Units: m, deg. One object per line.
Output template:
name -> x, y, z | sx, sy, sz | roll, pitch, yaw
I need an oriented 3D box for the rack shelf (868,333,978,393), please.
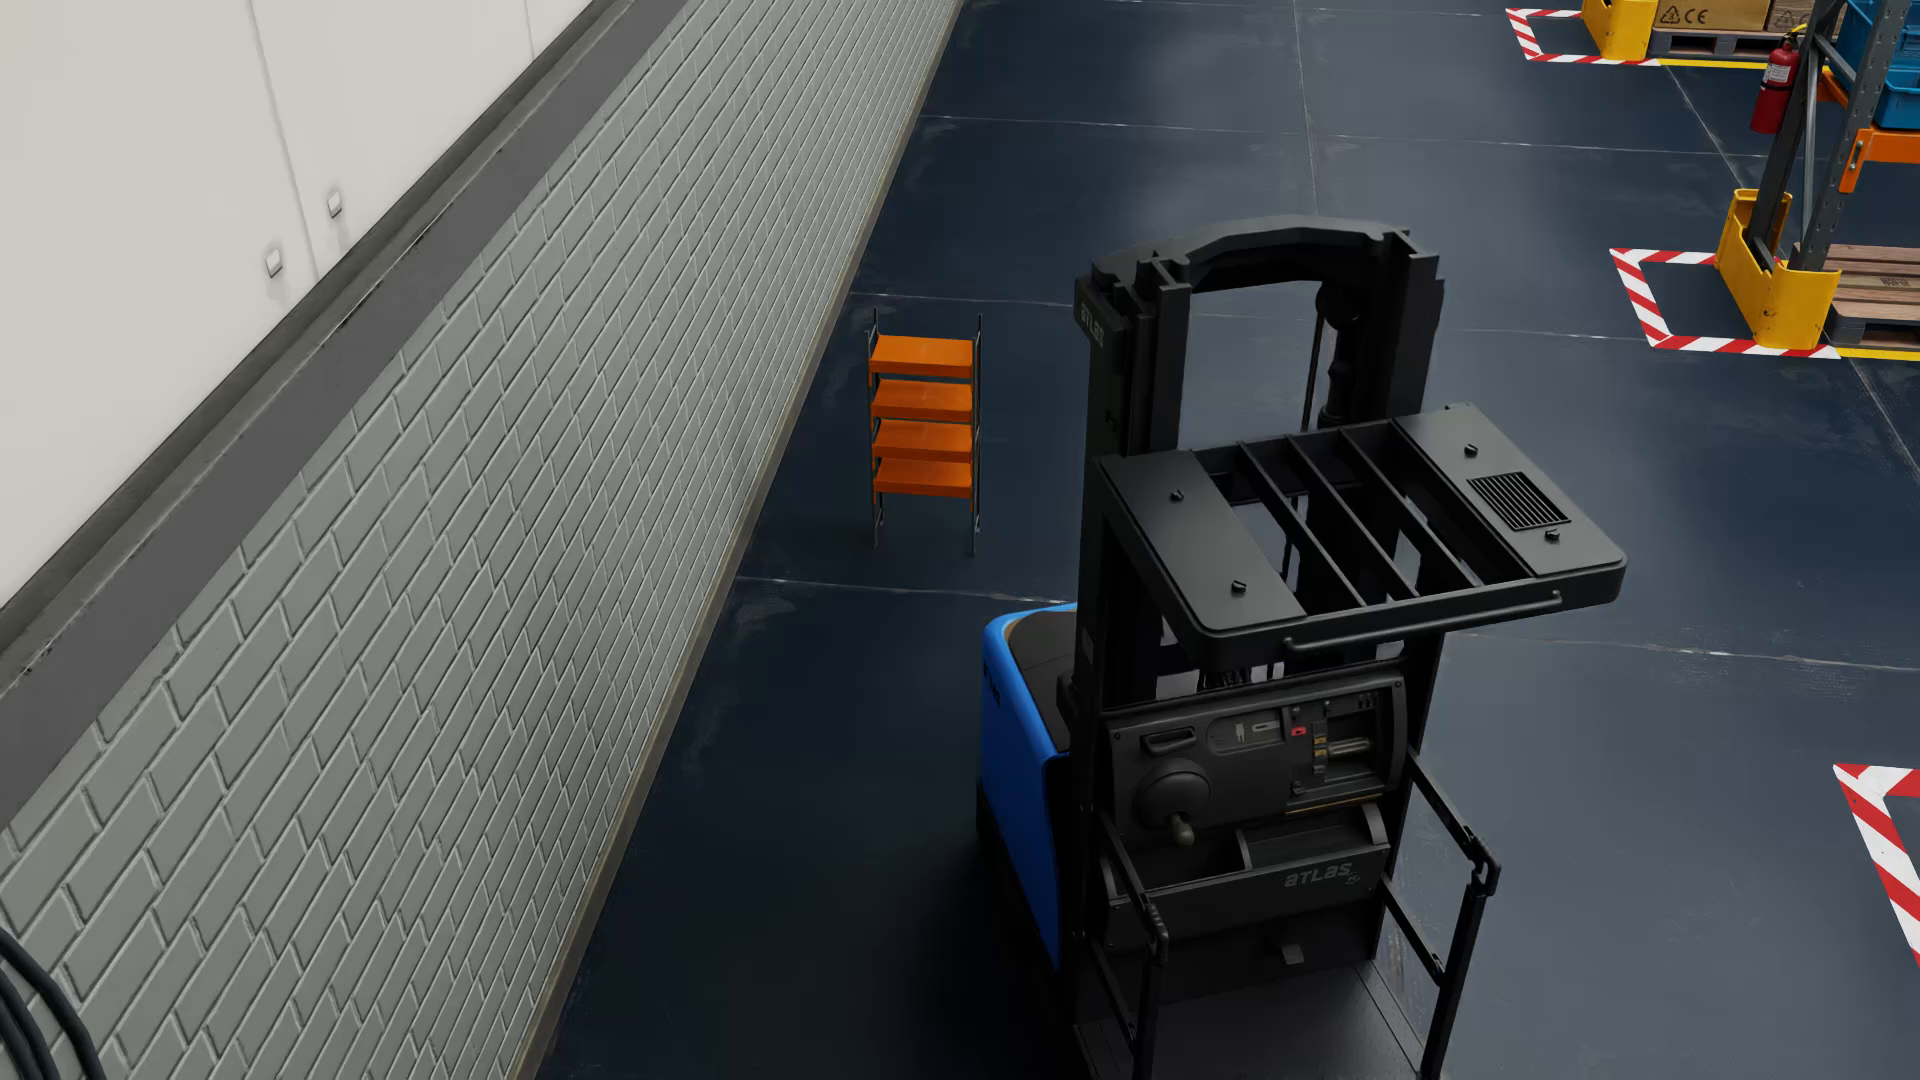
rack shelf -> -0.164, -0.820, 7.690 | 0.480, 0.148, 0.258 | 4, 36, 6

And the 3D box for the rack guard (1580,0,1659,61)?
rack guard -> 5.604, -4.528, 14.165 | 0.348, 0.500, 1.175 | 4, 36, 6

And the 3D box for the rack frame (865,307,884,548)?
rack frame -> -0.406, -0.519, 7.944 | 0.015, 1.200, 0.240 | 4, 36, 6

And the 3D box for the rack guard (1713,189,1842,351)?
rack guard -> 4.971, -1.667, 10.156 | 0.348, 0.500, 1.175 | 4, 36, 6

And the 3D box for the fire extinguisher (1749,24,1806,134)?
fire extinguisher -> 4.905, -2.780, 9.951 | 0.183, 0.674, 0.296 | 4, 36, 6

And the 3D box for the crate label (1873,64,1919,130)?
crate label -> 5.200, -2.439, 9.177 | 0.303, 0.233, 0.416 | 4, 36, 6

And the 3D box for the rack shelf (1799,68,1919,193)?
rack shelf -> 6.981, -2.250, 9.439 | 4.000, 0.370, 1.077 | 4, 36, 6

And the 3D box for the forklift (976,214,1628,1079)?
forklift -> 0.940, 0.714, 4.727 | 1.130, 2.935, 3.031 | -9, 36, -12

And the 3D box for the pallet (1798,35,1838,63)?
pallet -> 7.637, -4.303, 14.098 | 1.213, 0.211, 1.003 | 4, 36, 6

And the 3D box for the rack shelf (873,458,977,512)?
rack shelf -> -0.164, -0.284, 8.073 | 0.480, 0.148, 0.258 | 4, 36, 6

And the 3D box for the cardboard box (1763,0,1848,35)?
cardboard box -> 7.175, -4.782, 13.835 | 0.875, 0.875, 0.875 | 4, 36, 6

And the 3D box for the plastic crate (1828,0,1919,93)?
plastic crate -> 5.353, -2.812, 9.526 | 0.499, 0.435, 0.616 | 4, 36, 6

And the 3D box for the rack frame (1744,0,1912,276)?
rack frame -> 4.997, -2.690, 9.437 | 0.127, 3.000, 1.000 | 4, 36, 6

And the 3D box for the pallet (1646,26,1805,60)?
pallet -> 6.431, -4.395, 14.226 | 1.213, 0.211, 1.003 | 4, 36, 6

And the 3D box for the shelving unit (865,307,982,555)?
shelving unit -> -0.164, -0.501, 7.919 | 0.503, 1.200, 0.258 | 4, 36, 6

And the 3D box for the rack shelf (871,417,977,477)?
rack shelf -> -0.164, -0.446, 7.958 | 0.480, 0.148, 0.258 | 4, 36, 6

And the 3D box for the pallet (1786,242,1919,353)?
pallet -> 5.810, -1.472, 10.131 | 1.213, 0.211, 1.003 | 4, 36, 6

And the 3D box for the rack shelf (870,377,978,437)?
rack shelf -> -0.164, -0.628, 7.828 | 0.480, 0.148, 0.258 | 4, 36, 6

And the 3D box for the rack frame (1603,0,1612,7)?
rack frame -> 5.628, -5.544, 13.436 | 0.127, 3.000, 1.000 | 4, 36, 6

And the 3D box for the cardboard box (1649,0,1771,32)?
cardboard box -> 6.273, -4.849, 13.930 | 0.875, 0.875, 0.875 | 4, 36, 6

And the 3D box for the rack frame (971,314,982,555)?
rack frame -> 0.078, -0.483, 7.893 | 0.015, 1.200, 0.240 | 4, 36, 6
